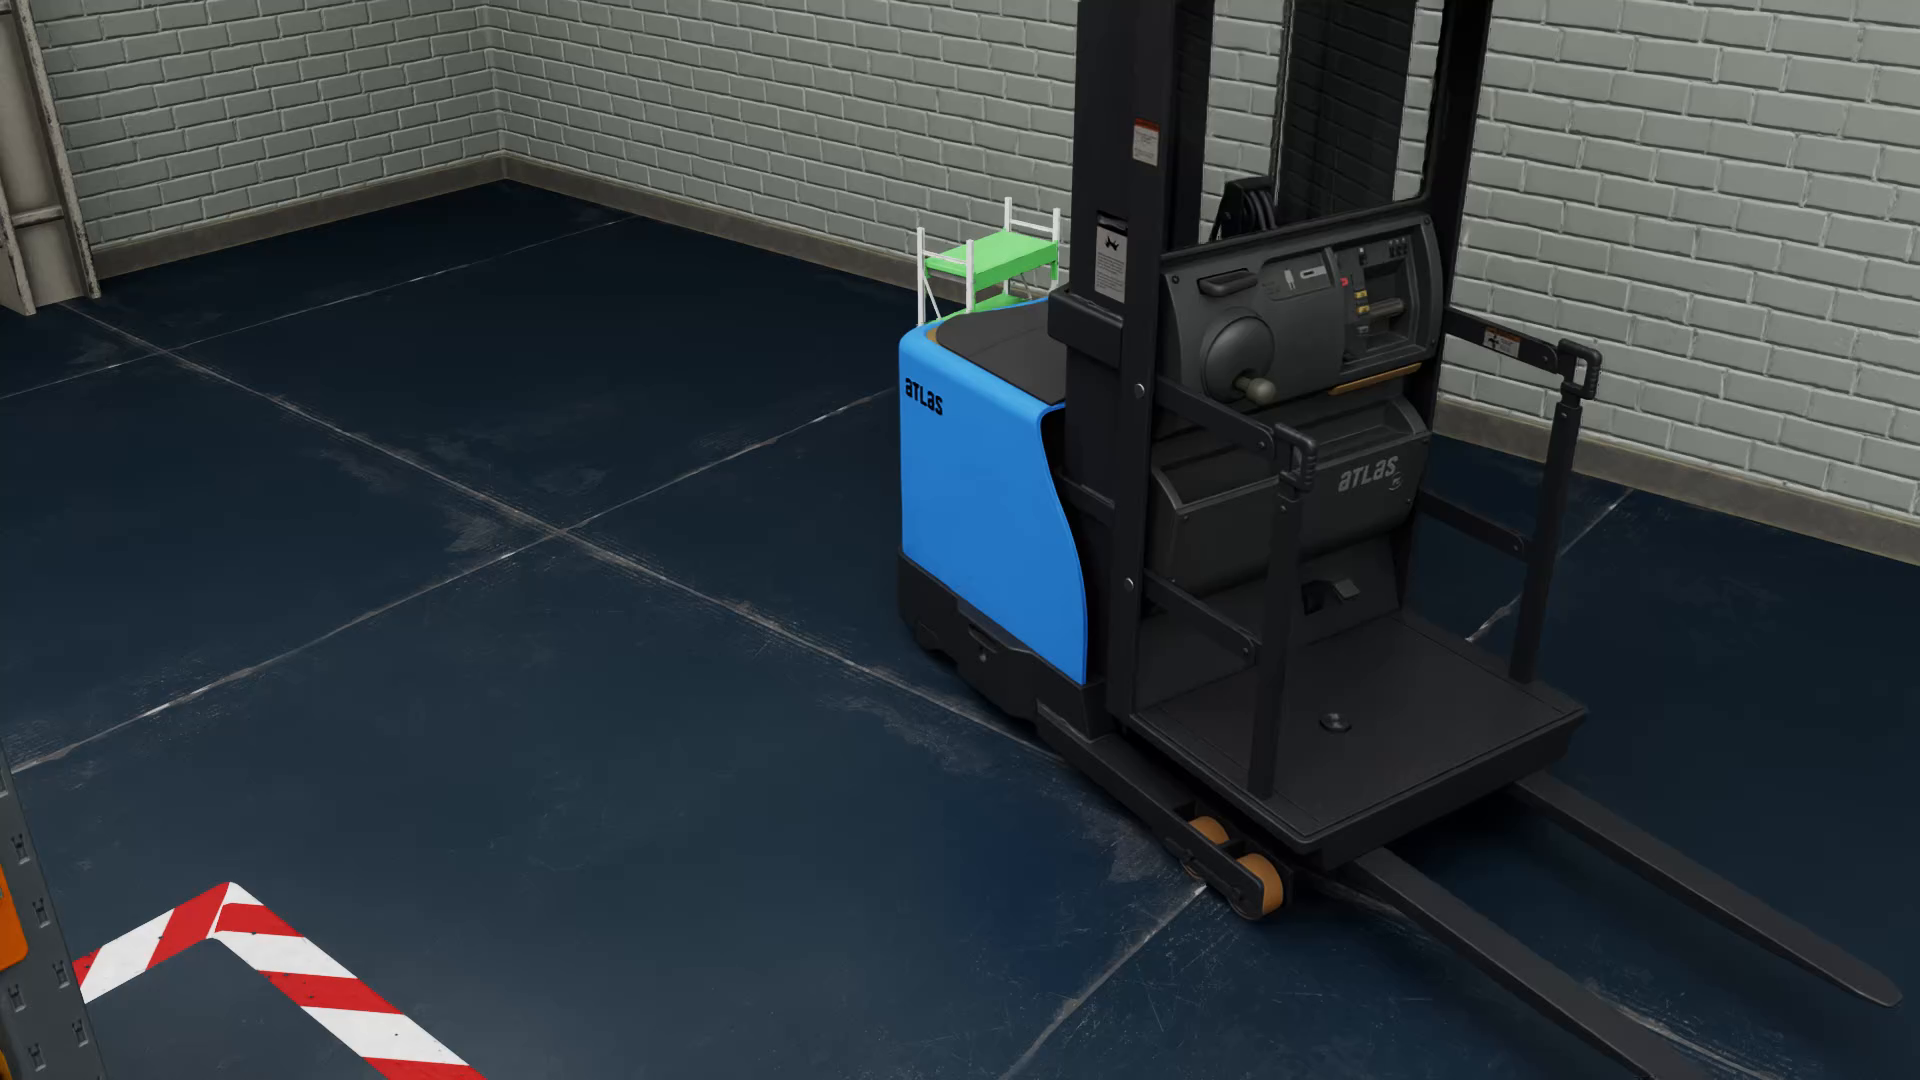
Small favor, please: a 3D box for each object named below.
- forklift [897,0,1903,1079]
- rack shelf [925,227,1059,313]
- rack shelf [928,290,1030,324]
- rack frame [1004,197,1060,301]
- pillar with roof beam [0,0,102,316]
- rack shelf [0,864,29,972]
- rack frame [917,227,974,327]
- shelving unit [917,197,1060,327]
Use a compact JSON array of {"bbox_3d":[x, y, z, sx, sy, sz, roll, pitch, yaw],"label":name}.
[{"bbox_3d":[1.025,-0.564,4.150,1.130,2.935,3.031,-17,32,-29],"label":"forklift"},{"bbox_3d":[0.105,-0.961,5.897,0.258,0.148,0.480,21,34,34],"label":"rack shelf"},{"bbox_3d":[0.105,-0.748,6.007,0.258,0.148,0.480,21,34,34],"label":"rack shelf"},{"bbox_3d":[0.261,-0.678,6.255,0.240,1.200,0.015,21,34,34],"label":"rack frame"},{"bbox_3d":[-1.420,-3.993,4.176,9.100,9.000,0.400,21,34,34],"label":"pillar with roof beam"},{"bbox_3d":[-3.239,1.098,1.646,1.077,0.370,4.000,21,34,34],"label":"rack shelf"},{"bbox_3d":[-0.050,-0.505,5.921,0.240,1.200,0.015,21,34,34],"label":"rack frame"},{"bbox_3d":[0.105,-0.592,6.088,0.258,1.200,0.503,21,34,34],"label":"shelving unit"}]
